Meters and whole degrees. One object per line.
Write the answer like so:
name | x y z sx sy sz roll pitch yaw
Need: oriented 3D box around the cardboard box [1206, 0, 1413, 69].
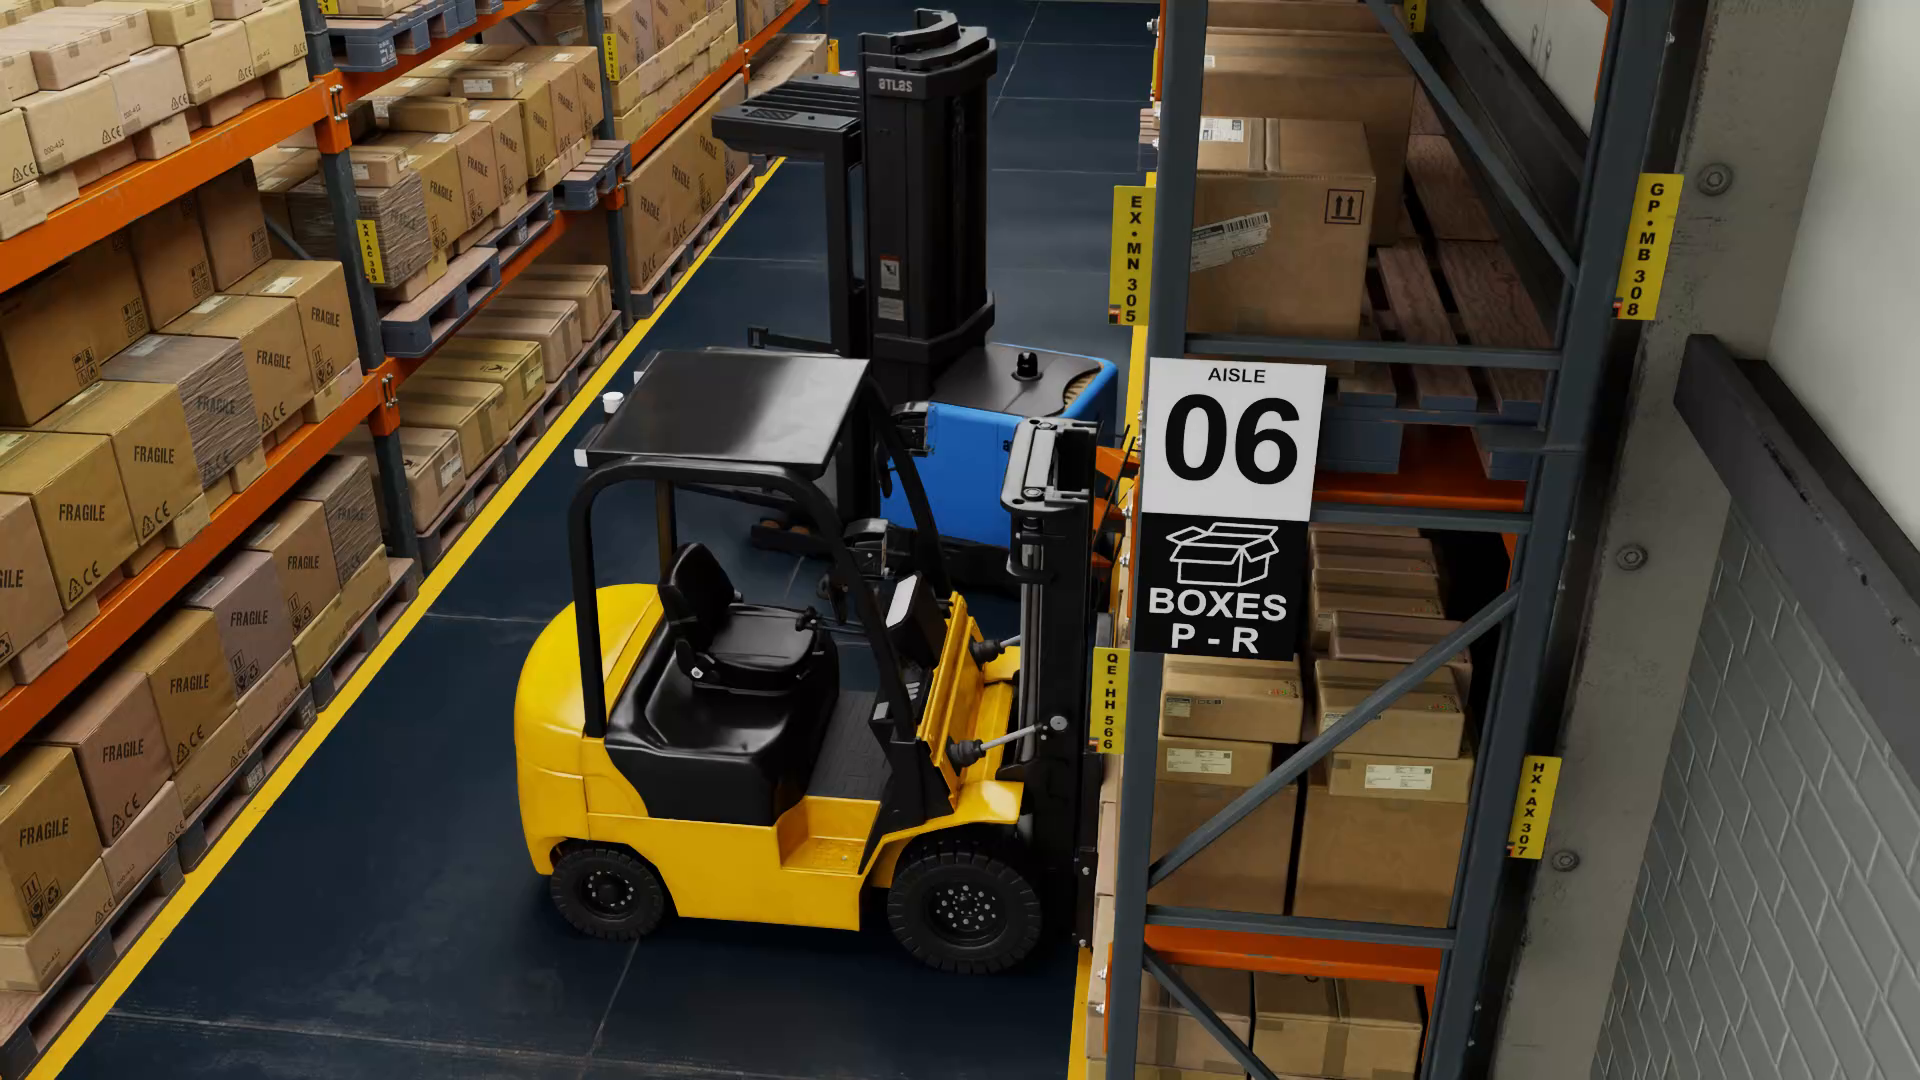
cardboard box | 1.076 -1.493 5.539 0.797 0.503 0.637 4 29 8

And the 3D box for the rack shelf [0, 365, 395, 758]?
rack shelf | -3.753 0.162 7.045 1.077 0.370 4.000 3 28 6

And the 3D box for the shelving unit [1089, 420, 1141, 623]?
shelving unit | 0.729 -0.092 8.801 0.215 1.050 0.252 6 19 -40

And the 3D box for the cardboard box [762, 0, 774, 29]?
cardboard box | -2.144 -5.348 16.409 0.500 0.500 0.500 4 29 7

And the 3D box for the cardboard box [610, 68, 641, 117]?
cardboard box | -2.710 -3.357 12.450 0.500 0.250 0.500 3 28 6

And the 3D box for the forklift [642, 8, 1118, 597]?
forklift | -0.663 -1.418 9.293 3.031 2.935 1.130 11 30 20

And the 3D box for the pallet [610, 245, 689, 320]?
pallet | -2.846 -2.118 13.458 1.003 0.211 1.213 3 28 6

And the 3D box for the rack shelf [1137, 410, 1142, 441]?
rack shelf | 1.664 -1.434 10.007 1.077 0.370 4.000 3 28 6

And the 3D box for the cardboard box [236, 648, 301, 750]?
cardboard box | -3.436 0.714 7.718 0.500 0.250 0.500 4 29 7

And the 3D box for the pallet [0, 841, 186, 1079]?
pallet | -3.854 1.599 6.560 1.003 0.211 1.213 3 28 6

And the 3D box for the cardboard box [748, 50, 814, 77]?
cardboard box | -2.123 -5.054 18.226 0.875 0.438 0.875 4 29 8

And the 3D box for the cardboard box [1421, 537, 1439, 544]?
cardboard box | 1.456 -0.002 5.801 0.380 0.149 0.250 4 29 8

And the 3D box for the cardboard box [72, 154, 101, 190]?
cardboard box | -3.528 -1.417 6.321 0.380 0.149 0.250 3 28 6

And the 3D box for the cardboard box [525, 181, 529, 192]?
cardboard box | -2.986 -2.274 10.631 0.380 0.149 0.250 4 29 7

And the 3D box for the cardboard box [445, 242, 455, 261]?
cardboard box | -3.128 -1.667 9.503 0.380 0.149 0.250 5 29 9

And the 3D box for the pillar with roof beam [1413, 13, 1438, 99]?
pillar with roof beam | -1.629 -4.917 9.389 9.100 9.000 0.400 3 28 6

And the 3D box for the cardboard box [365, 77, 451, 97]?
cardboard box | -3.418 -2.644 10.634 0.500 0.500 0.500 4 29 7

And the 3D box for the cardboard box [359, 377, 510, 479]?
cardboard box | -3.361 -0.710 10.232 0.950 0.372 0.625 5 29 9

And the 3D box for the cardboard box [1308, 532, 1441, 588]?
cardboard box | 1.311 0.106 5.288 0.380 0.149 0.250 4 29 6

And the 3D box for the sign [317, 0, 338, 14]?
sign | -2.968 -2.616 7.736 0.100 0.325 0.005 3 28 6

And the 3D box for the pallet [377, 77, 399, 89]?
pallet | -7.106 -5.341 19.441 1.003 0.211 1.213 3 28 6

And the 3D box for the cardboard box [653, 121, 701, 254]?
cardboard box | -2.737 -2.968 13.894 0.875 0.875 0.875 4 29 7

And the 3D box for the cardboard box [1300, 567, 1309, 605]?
cardboard box | 1.364 0.329 5.871 0.500 0.500 0.500 3 28 6

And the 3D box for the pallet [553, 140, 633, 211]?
pallet | -2.999 -2.553 11.528 1.213 0.211 1.003 3 28 6

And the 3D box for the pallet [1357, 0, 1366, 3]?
pallet | 1.781 -3.078 9.338 1.003 0.211 1.213 5 29 9

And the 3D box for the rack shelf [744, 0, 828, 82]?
rack shelf | -2.282 -5.486 17.529 1.077 0.370 4.000 3 28 6

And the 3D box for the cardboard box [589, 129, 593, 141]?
cardboard box | -2.824 -2.885 11.765 0.380 0.149 0.250 4 29 8

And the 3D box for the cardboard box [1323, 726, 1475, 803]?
cardboard box | 1.228 0.600 4.685 0.380 0.149 0.250 3 28 5

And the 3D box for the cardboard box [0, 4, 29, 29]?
cardboard box | -3.953 -2.038 6.632 0.380 0.149 0.250 2 28 5

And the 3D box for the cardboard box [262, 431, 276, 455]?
cardboard box | -3.422 -0.464 7.713 0.380 0.149 0.250 3 28 5

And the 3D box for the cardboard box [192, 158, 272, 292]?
cardboard box | -3.777 -1.516 7.929 0.700 0.500 0.500 3 28 6

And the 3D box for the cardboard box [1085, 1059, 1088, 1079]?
cardboard box | 0.673 1.860 5.592 0.500 0.250 0.500 4 29 7

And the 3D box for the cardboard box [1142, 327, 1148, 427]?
cardboard box | 1.106 -0.659 7.706 0.500 0.500 0.500 3 28 5

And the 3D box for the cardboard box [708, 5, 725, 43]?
cardboard box | -2.394 -4.558 14.679 0.500 0.250 0.500 4 29 7

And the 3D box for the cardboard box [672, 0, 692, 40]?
cardboard box | -2.519 -4.395 13.585 0.500 0.500 0.500 4 29 7

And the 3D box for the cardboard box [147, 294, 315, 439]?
cardboard box | -3.372 -0.804 7.662 0.500 0.500 0.500 4 29 8

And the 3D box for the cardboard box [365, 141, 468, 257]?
cardboard box | -3.105 -1.896 9.244 0.500 0.500 0.500 3 29 6

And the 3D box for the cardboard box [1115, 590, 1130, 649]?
cardboard box | 0.926 0.461 7.134 0.500 0.250 0.500 4 29 8

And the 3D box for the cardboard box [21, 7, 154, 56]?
cardboard box | -3.442 -2.004 6.568 0.380 0.149 0.250 3 28 5

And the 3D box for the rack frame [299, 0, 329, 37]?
rack frame | -3.508 -3.737 7.199 1.000 3.000 0.127 3 28 6

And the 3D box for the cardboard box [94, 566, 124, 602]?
cardboard box | -3.573 0.141 6.590 0.380 0.149 0.250 4 29 8

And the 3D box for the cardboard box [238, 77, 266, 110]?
cardboard box | -3.362 -2.026 7.450 0.380 0.149 0.250 4 29 7

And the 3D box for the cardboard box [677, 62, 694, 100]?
cardboard box | -2.535 -3.850 13.892 0.500 0.250 0.500 3 28 6

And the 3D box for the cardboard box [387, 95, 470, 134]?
cardboard box | -3.068 -2.459 9.607 0.380 0.149 0.250 5 29 9

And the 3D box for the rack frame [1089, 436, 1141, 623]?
rack frame | 0.798 -0.044 8.713 0.200 1.050 0.008 6 19 -40

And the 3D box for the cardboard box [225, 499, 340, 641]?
cardboard box | -3.374 0.133 8.006 0.500 0.500 0.500 4 29 7

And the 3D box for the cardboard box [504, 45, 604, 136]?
cardboard box | -2.797 -3.108 11.495 0.500 0.500 0.500 3 28 5

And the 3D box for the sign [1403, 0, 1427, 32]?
sign | 1.970 -2.361 7.178 0.100 0.325 0.005 3 28 6

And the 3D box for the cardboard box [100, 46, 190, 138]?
cardboard box | -3.432 -1.781 6.575 0.500 0.250 0.500 3 28 5
